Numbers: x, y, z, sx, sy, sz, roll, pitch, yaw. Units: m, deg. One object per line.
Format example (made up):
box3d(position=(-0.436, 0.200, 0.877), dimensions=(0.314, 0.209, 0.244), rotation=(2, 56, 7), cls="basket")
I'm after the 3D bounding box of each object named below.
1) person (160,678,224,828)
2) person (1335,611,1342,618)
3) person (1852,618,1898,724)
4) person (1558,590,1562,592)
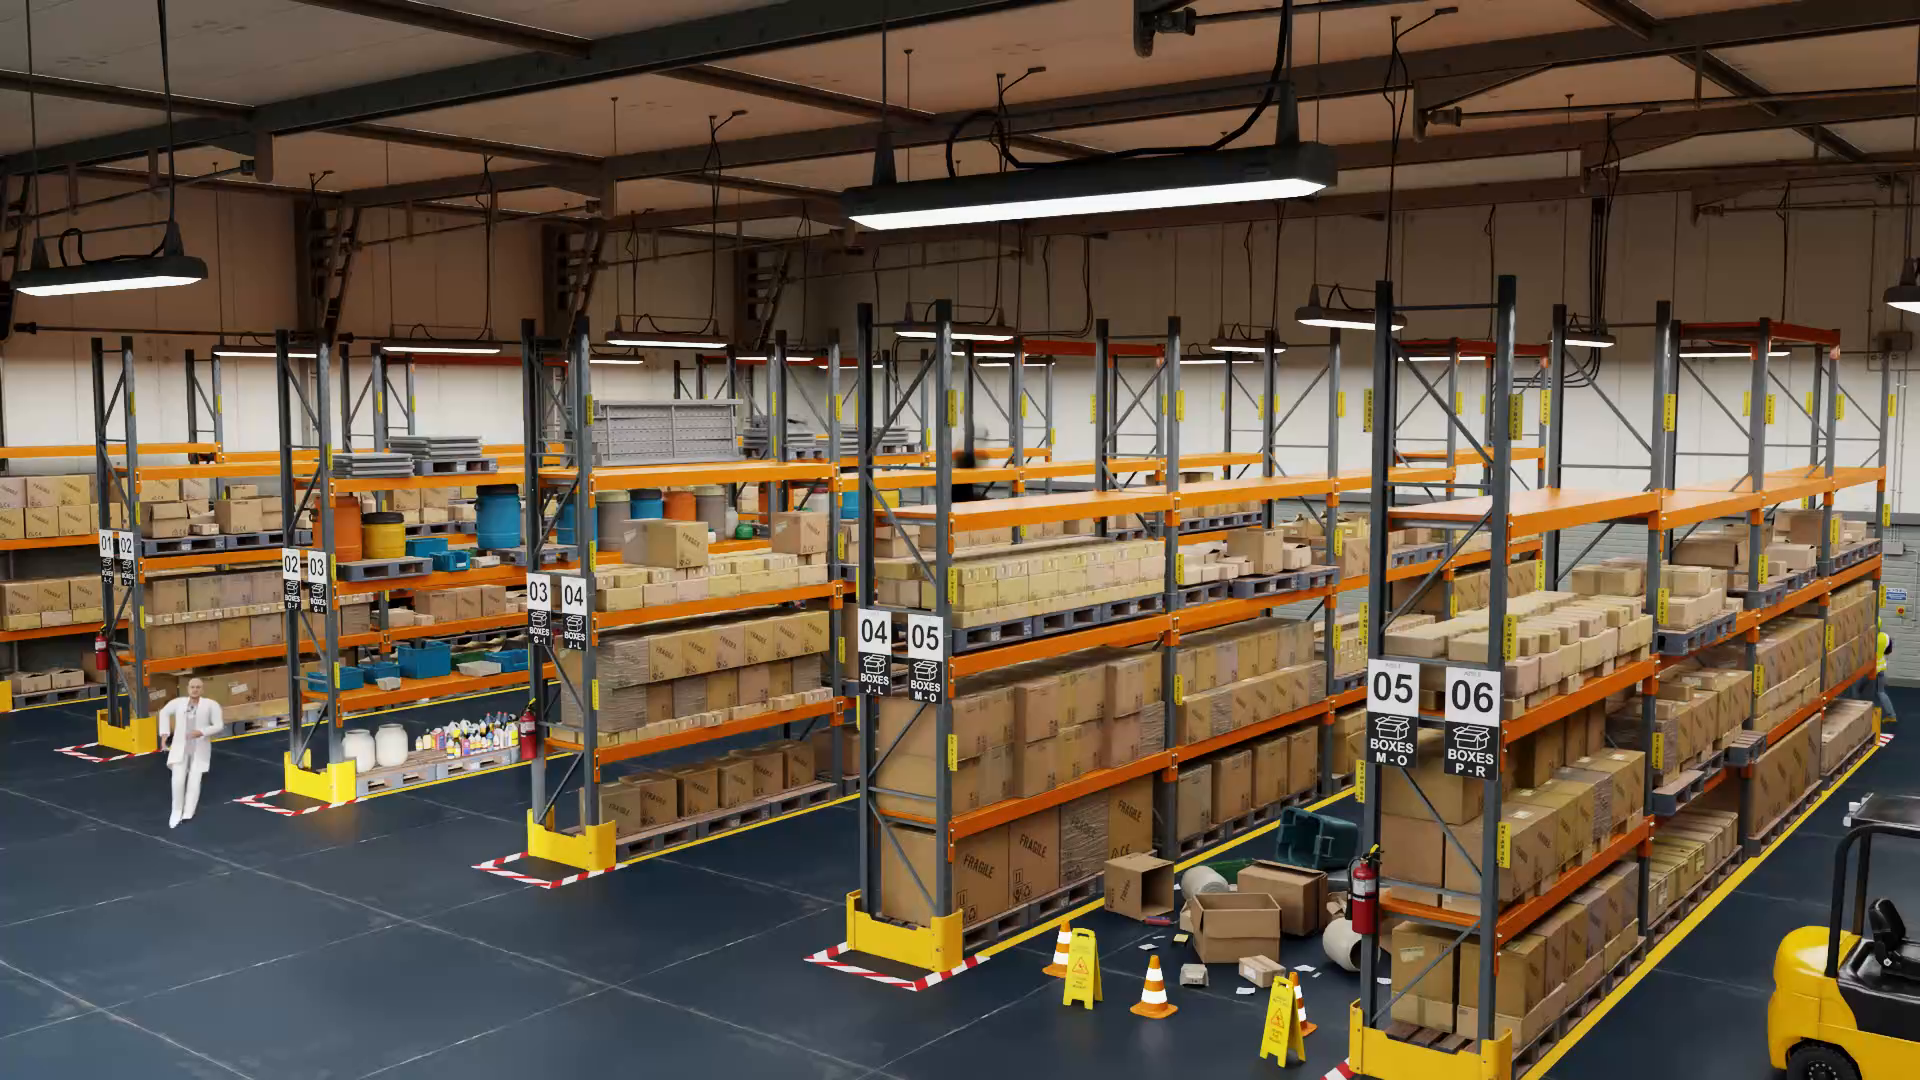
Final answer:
box3d(position=(-9.274, 2.553, 20.090), dimensions=(0.714, 1.770, 0.668), rotation=(-2, 5, -23), cls="person")
box3d(position=(6.218, 1.989, 26.987), dimensions=(0.735, 1.753, 1.060), rotation=(3, 6, 28), cls="person")
box3d(position=(14.170, 2.018, 26.020), dimensions=(0.747, 1.735, 0.908), rotation=(-1, 5, -11), cls="person")
box3d(position=(10.354, 1.772, 28.670), dimensions=(0.865, 1.819, 0.647), rotation=(4, 6, 37), cls="person")
